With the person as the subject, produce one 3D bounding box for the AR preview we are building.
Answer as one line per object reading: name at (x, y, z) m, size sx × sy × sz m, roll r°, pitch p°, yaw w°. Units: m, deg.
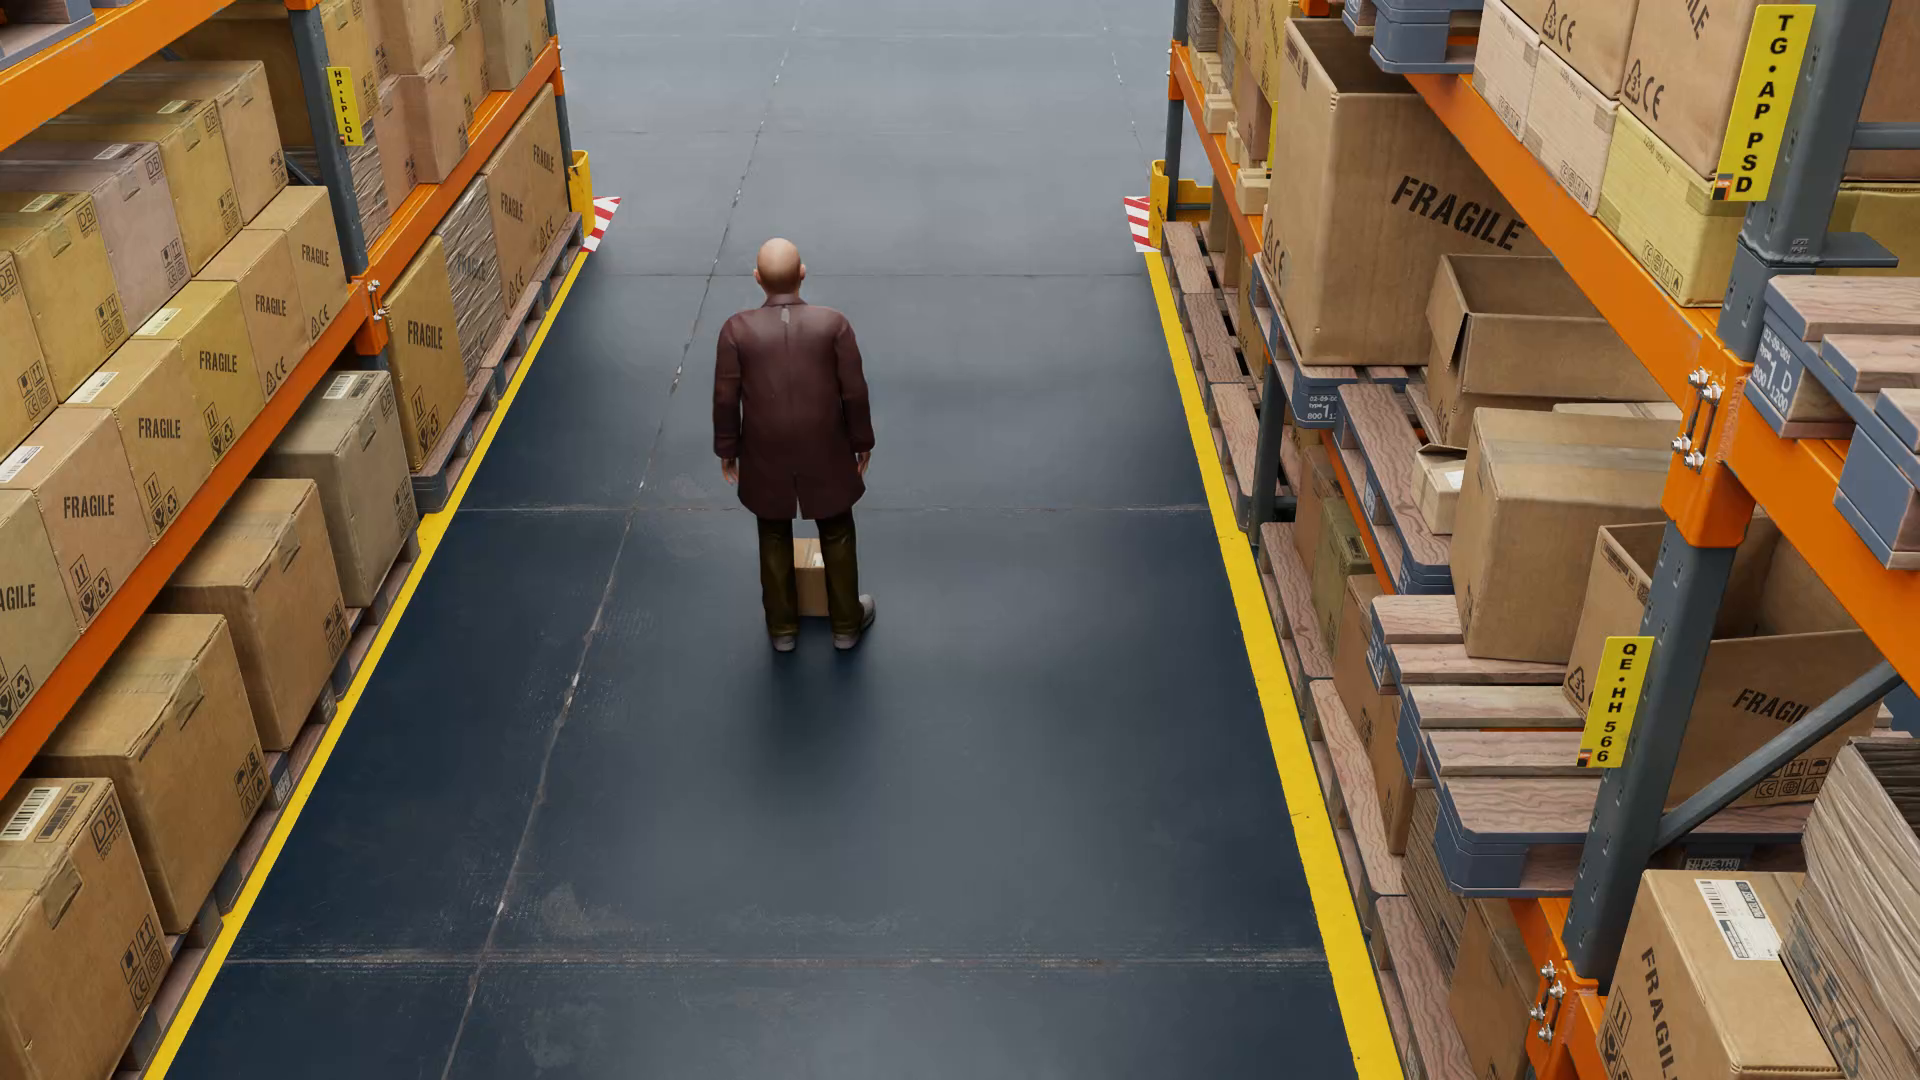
person at (-0.671, -0.361, 6.746) m, size 0.653 × 1.774 × 0.423 m, roll -2°, pitch 31°, yaw -3°
